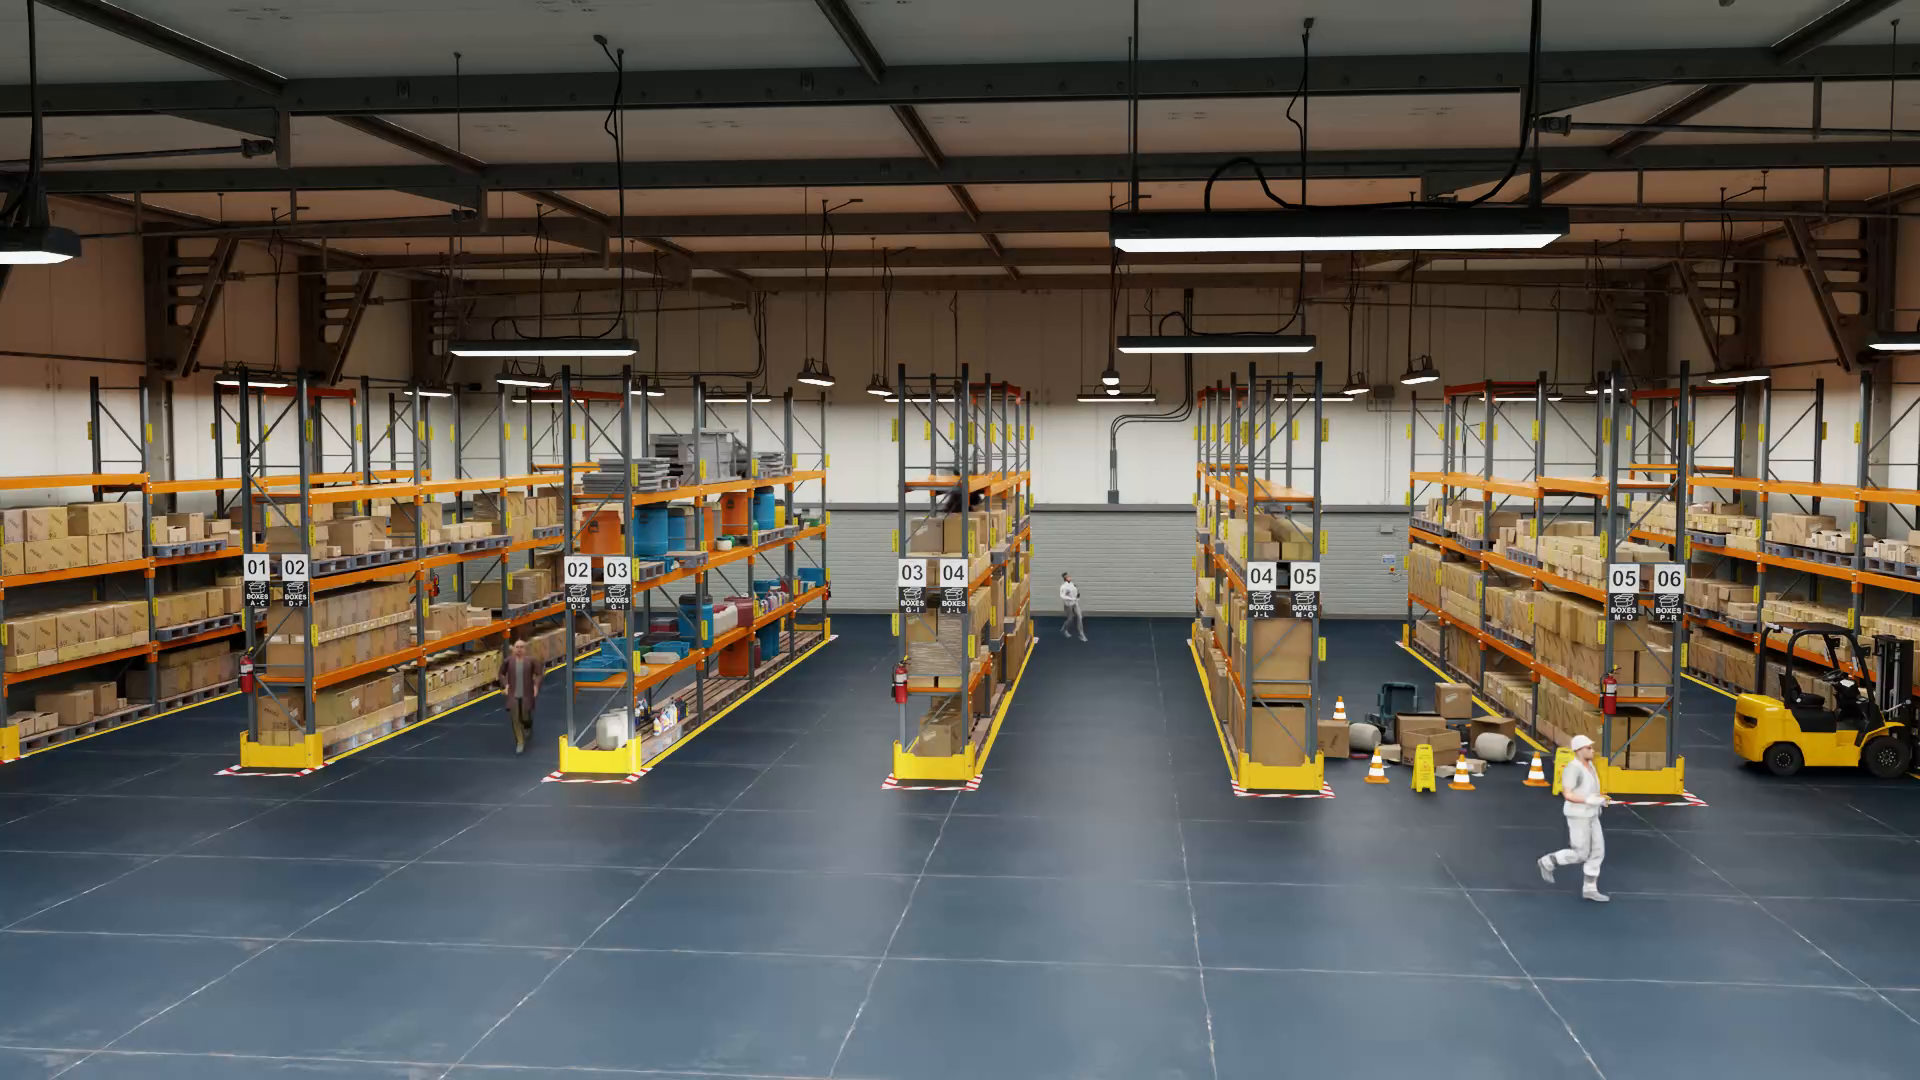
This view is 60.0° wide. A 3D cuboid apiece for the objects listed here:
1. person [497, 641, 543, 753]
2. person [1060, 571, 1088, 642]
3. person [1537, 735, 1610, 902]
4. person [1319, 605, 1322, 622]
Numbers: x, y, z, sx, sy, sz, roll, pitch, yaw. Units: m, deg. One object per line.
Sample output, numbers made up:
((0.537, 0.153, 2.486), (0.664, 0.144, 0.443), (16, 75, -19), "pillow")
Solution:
((-6.960, 2.457, 26.311), (0.712, 1.744, 0.738), (-1, 4, -9), "person")
((2.665, 1.591, 40.077), (0.618, 1.682, 0.861), (-3, 5, -42), "person")
((6.645, 2.969, 17.913), (0.663, 1.757, 0.782), (-4, 5, -45), "person")
((7.464, 1.804, 36.202), (0.668, 1.815, 0.832), (0, 4, -7), "person")
